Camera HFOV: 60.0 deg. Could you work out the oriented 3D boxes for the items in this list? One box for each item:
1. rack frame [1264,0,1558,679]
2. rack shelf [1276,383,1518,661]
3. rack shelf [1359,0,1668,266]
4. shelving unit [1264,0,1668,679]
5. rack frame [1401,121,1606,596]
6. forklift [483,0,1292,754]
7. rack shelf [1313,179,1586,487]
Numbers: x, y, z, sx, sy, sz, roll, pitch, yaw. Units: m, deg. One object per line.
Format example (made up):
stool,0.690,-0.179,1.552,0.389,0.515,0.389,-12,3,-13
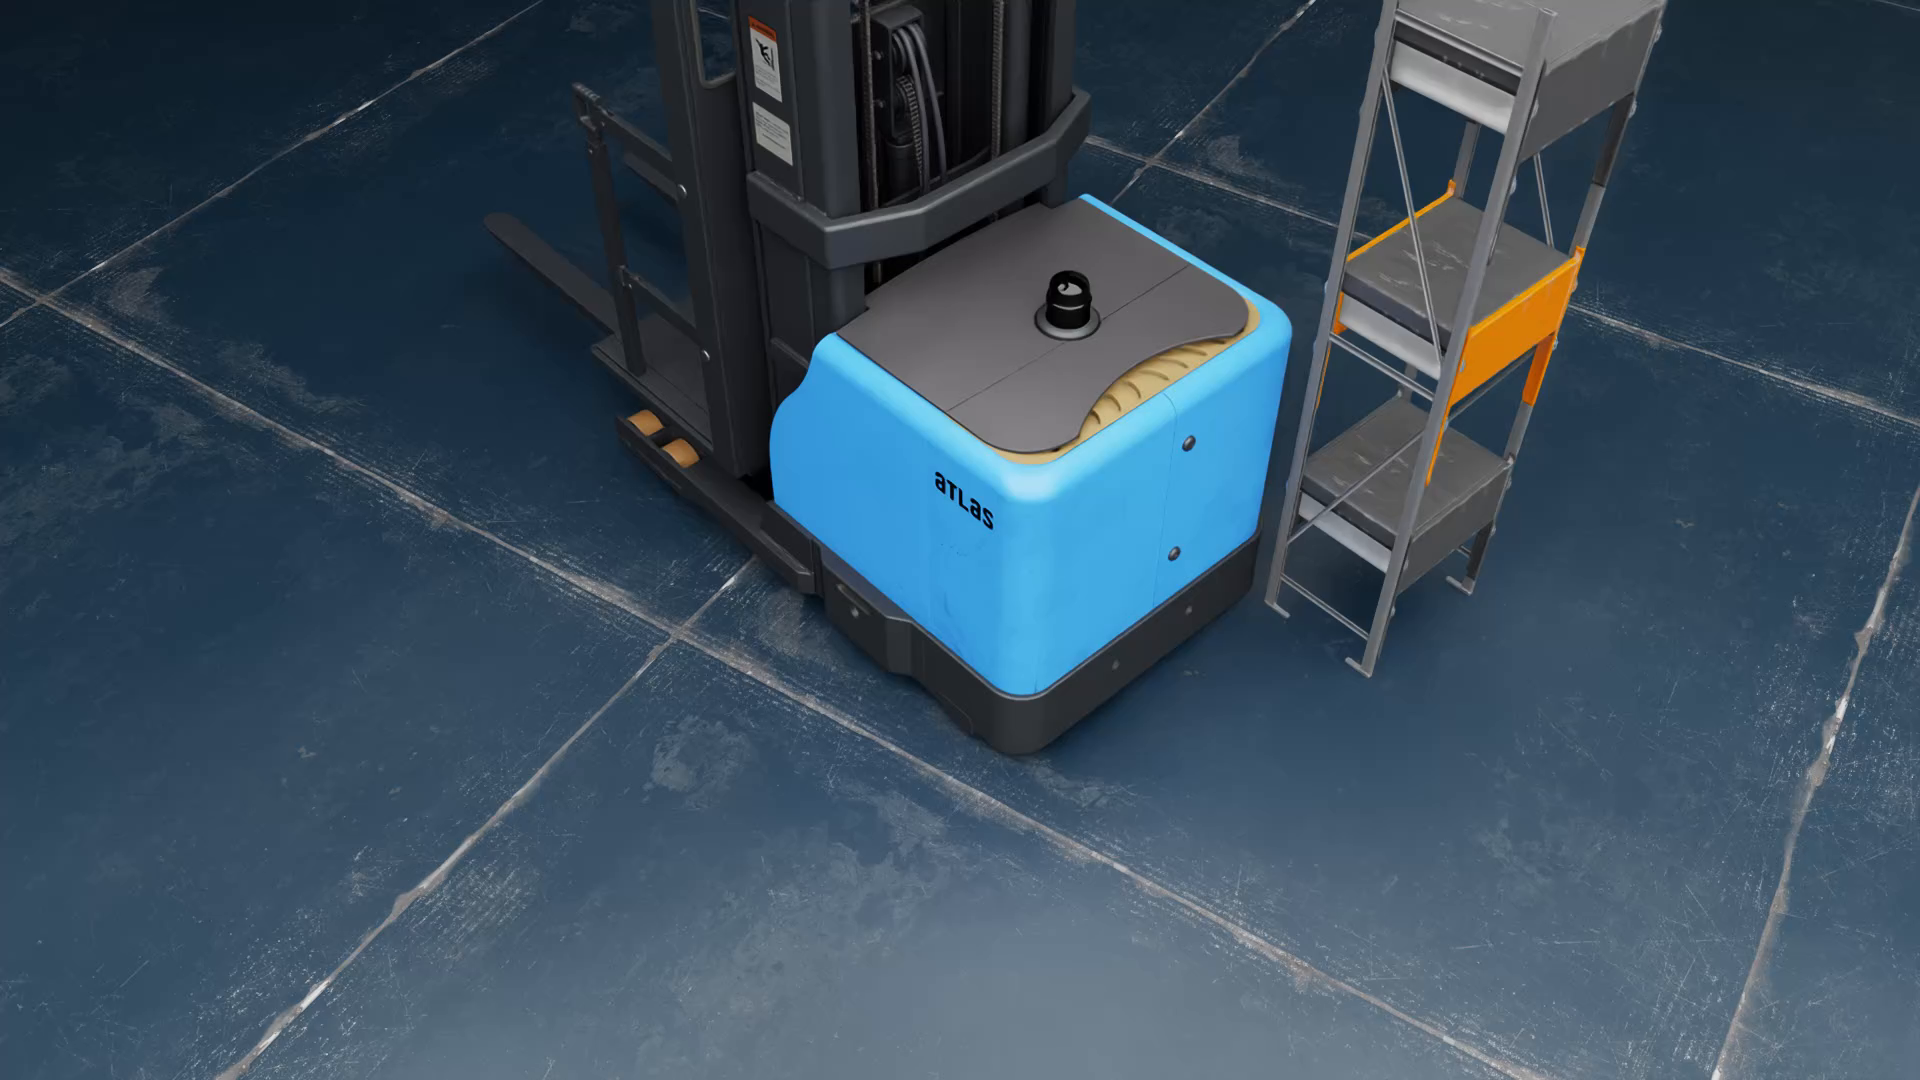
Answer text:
rack frame,1.066,-0.435,4.208,0.015,2.100,0.400,-33,54,-28
rack shelf,1.246,-0.056,4.834,0.480,0.518,0.431,-33,54,-28
rack shelf,1.248,-1.030,3.829,0.480,0.518,0.431,-33,54,-28
shelving unit,1.247,-0.552,4.322,0.503,2.100,0.431,-33,54,-28
rack frame,1.429,-0.669,4.435,0.015,2.100,0.400,-33,54,-28
forklift,-0.479,-1.404,4.571,1.130,2.935,3.031,-33,54,-28
rack shelf,1.247,-0.543,4.332,0.480,0.518,0.431,-33,54,-28
